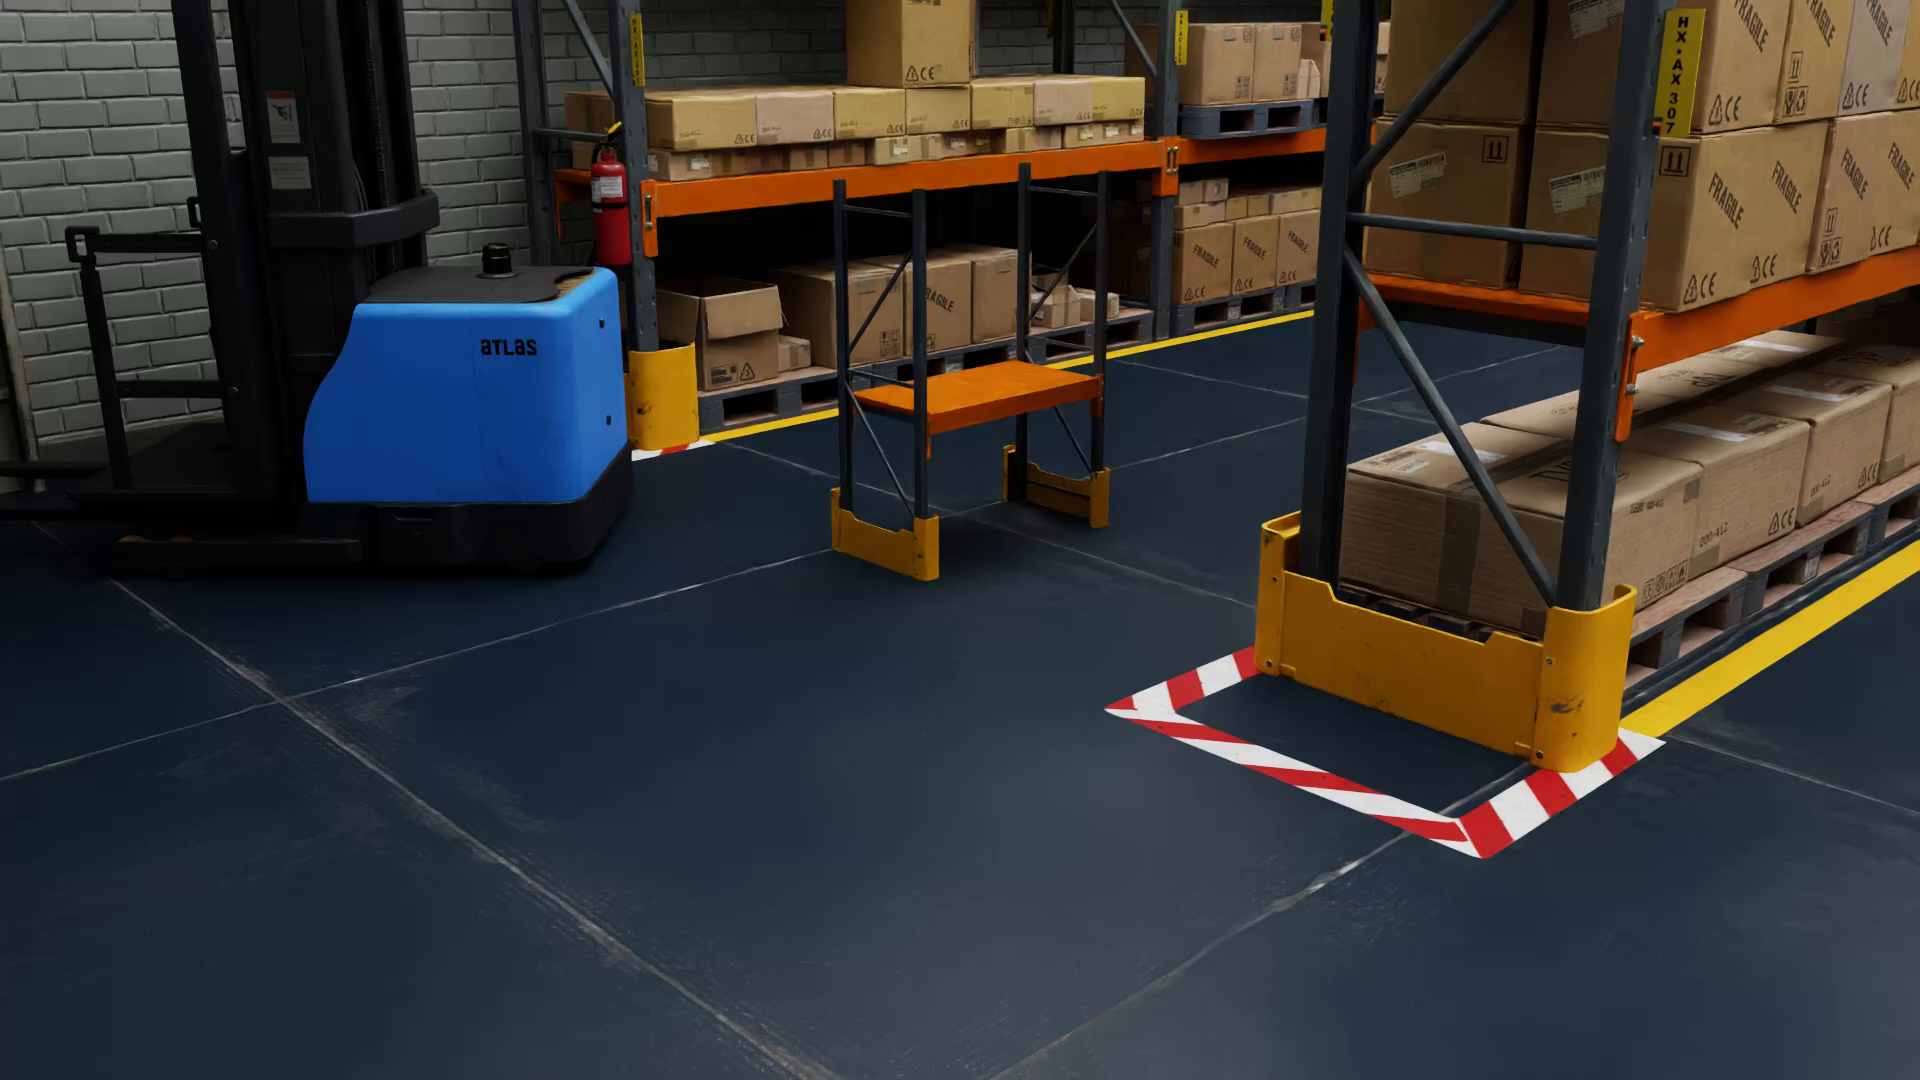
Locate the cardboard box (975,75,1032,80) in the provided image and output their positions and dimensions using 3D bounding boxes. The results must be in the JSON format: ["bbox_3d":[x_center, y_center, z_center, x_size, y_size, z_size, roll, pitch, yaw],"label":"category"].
[{"bbox_3d":[0.105,-2.784,10.468,0.500,0.250,0.500,-17,24,-41],"label":"cardboard box"}]

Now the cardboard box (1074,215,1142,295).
[{"bbox_3d":[1.163,-2.047,11.807,0.500,0.500,0.500,-16,24,-41],"label":"cardboard box"}]

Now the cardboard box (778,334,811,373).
[{"bbox_3d":[-1.052,-1.052,9.306,0.380,0.149,0.250,17,24,42],"label":"cardboard box"}]

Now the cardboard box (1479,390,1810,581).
[{"bbox_3d":[2.586,-0.246,6.353,0.875,0.438,0.875,-15,24,-39],"label":"cardboard box"}]

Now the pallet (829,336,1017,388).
[{"bbox_3d":[-0.377,-1.134,10.141,1.213,0.211,1.003,-16,24,-41],"label":"pallet"}]

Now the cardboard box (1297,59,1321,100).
[{"bbox_3d":[2.283,-3.210,11.559,0.258,0.266,0.396,-15,23,-38],"label":"cardboard box"}]

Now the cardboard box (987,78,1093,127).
[{"bbox_3d":[0.454,-2.664,10.099,0.500,0.250,0.500,-16,24,-41],"label":"cardboard box"}]

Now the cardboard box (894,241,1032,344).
[{"bbox_3d":[0.015,-1.530,10.212,0.700,0.500,0.500,17,24,42],"label":"cardboard box"}]

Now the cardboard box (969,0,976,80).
[{"bbox_3d":[-0.255,-3.037,10.033,0.500,0.500,0.500,-17,25,-42],"label":"cardboard box"}]

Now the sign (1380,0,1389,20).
[{"bbox_3d":[3.533,-4.388,13.778,0.005,0.325,0.100,-16,24,-41],"label":"sign"}]

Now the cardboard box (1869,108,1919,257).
[{"bbox_3d":[3.145,-1.319,6.027,0.500,0.500,0.500,-15,23,-39],"label":"cardboard box"}]

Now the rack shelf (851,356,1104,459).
[{"bbox_3d":[0.062,-0.560,6.865,1.000,0.185,0.538,-16,24,-41],"label":"rack shelf"}]

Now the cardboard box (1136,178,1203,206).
[{"bbox_3d":[1.412,-2.357,11.228,0.250,0.149,0.380,-17,24,-42],"label":"cardboard box"}]

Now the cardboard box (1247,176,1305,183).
[{"bbox_3d":[2.420,-2.706,12.788,0.250,0.149,0.380,-16,24,-40],"label":"cardboard box"}]

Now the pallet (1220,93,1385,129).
[{"bbox_3d":[2.506,-3.209,12.330,1.213,0.211,1.003,-16,24,-41],"label":"pallet"}]

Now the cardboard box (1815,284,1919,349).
[{"bbox_3d":[4.818,-1.093,8.256,0.875,0.875,0.875,-15,23,-39],"label":"cardboard box"}]

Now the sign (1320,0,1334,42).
[{"bbox_3d":[1.154,-1.695,5.087,0.005,0.325,0.100,-16,24,-41],"label":"sign"}]

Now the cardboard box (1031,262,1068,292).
[{"bbox_3d":[0.367,-1.700,11.042,0.500,0.311,0.500,-15,23,-39],"label":"cardboard box"}]

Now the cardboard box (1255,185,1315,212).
[{"bbox_3d":[2.359,-2.492,12.129,0.250,0.149,0.380,-15,23,-39],"label":"cardboard box"}]

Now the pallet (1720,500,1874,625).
[{"bbox_3d":[2.930,-0.025,6.718,1.213,0.211,1.003,-16,24,-41],"label":"pallet"}]

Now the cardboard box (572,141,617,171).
[{"bbox_3d":[-1.840,-2.029,8.787,0.250,0.149,0.380,-17,24,-41],"label":"cardboard box"}]

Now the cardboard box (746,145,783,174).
[{"bbox_3d":[-1.149,-2.035,8.804,0.250,0.149,0.380,-17,24,-42],"label":"cardboard box"}]

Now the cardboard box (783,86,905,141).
[{"bbox_3d":[-0.650,-2.339,9.097,0.500,0.250,0.500,-17,24,-42],"label":"cardboard box"}]

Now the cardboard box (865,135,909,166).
[{"bbox_3d":[-0.499,-2.169,9.218,0.380,0.149,0.250,17,25,42],"label":"cardboard box"}]

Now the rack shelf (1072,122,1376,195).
[{"bbox_3d":[2.463,-2.948,12.379,4.000,0.370,1.077,-16,24,-41],"label":"rack shelf"}]

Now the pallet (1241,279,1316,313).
[{"bbox_3d":[2.462,-1.980,12.750,1.213,0.211,1.003,-16,24,-41],"label":"pallet"}]

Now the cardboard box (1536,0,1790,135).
[{"bbox_3d":[2.061,-1.468,4.865,0.500,0.500,0.500,-17,25,-42],"label":"cardboard box"}]

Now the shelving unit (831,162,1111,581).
[{"bbox_3d":[0.055,-0.730,6.803,1.083,1.500,0.587,-16,24,-41],"label":"shelving unit"}]

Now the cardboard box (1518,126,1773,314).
[{"bbox_3d":[2.062,-0.992,5.018,0.500,0.500,0.500,-17,24,-41],"label":"cardboard box"}]

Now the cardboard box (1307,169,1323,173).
[{"bbox_3d":[2.986,-2.871,13.297,0.250,0.149,0.380,-16,24,-40],"label":"cardboard box"}]

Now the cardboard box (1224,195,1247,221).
[{"bbox_3d":[1.780,-2.335,11.642,0.380,0.149,0.250,16,24,41],"label":"cardboard box"}]

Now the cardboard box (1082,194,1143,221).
[{"bbox_3d":[1.079,-2.328,11.621,0.380,0.149,0.250,17,24,42],"label":"cardboard box"}]

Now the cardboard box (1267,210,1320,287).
[{"bbox_3d":[2.262,-2.149,12.120,0.500,0.500,0.500,17,25,42],"label":"cardboard box"}]

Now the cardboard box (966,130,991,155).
[{"bbox_3d":[-0.035,-2.362,9.814,0.250,0.149,0.380,-16,24,-40],"label":"cardboard box"}]

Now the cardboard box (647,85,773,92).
[{"bbox_3d":[-1.369,-2.355,9.144,0.500,0.250,0.500,-16,24,-41],"label":"cardboard box"}]

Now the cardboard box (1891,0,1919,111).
[{"bbox_3d":[3.162,-1.796,5.876,0.500,0.500,0.500,-16,24,-41],"label":"cardboard box"}]

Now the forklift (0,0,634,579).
[{"bbox_3d":[-2.968,-1.406,6.569,3.031,2.935,1.130,0,18,1],"label":"forklift"}]

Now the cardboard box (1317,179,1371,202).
[{"bbox_3d":[2.929,-2.662,12.652,0.250,0.149,0.380,-17,24,-42],"label":"cardboard box"}]

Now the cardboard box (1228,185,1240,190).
[{"bbox_3d":[1.842,-2.545,12.290,0.250,0.149,0.380,-15,23,-39],"label":"cardboard box"}]

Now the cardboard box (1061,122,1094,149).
[{"bbox_3d":[0.605,-2.502,10.245,0.250,0.149,0.380,-15,24,-39],"label":"cardboard box"}]

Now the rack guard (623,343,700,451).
[{"bbox_3d":[-1.841,-0.845,8.782,0.348,0.500,1.175,-16,24,-41],"label":"rack guard"}]

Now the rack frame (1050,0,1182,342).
[{"bbox_3d":[1.010,-2.866,10.961,0.127,3.000,1.000,-16,24,-41],"label":"rack frame"}]

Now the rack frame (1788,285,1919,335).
[{"bbox_3d":[4.423,-1.754,7.532,0.127,3.000,1.000,-16,24,-41],"label":"rack frame"}]
